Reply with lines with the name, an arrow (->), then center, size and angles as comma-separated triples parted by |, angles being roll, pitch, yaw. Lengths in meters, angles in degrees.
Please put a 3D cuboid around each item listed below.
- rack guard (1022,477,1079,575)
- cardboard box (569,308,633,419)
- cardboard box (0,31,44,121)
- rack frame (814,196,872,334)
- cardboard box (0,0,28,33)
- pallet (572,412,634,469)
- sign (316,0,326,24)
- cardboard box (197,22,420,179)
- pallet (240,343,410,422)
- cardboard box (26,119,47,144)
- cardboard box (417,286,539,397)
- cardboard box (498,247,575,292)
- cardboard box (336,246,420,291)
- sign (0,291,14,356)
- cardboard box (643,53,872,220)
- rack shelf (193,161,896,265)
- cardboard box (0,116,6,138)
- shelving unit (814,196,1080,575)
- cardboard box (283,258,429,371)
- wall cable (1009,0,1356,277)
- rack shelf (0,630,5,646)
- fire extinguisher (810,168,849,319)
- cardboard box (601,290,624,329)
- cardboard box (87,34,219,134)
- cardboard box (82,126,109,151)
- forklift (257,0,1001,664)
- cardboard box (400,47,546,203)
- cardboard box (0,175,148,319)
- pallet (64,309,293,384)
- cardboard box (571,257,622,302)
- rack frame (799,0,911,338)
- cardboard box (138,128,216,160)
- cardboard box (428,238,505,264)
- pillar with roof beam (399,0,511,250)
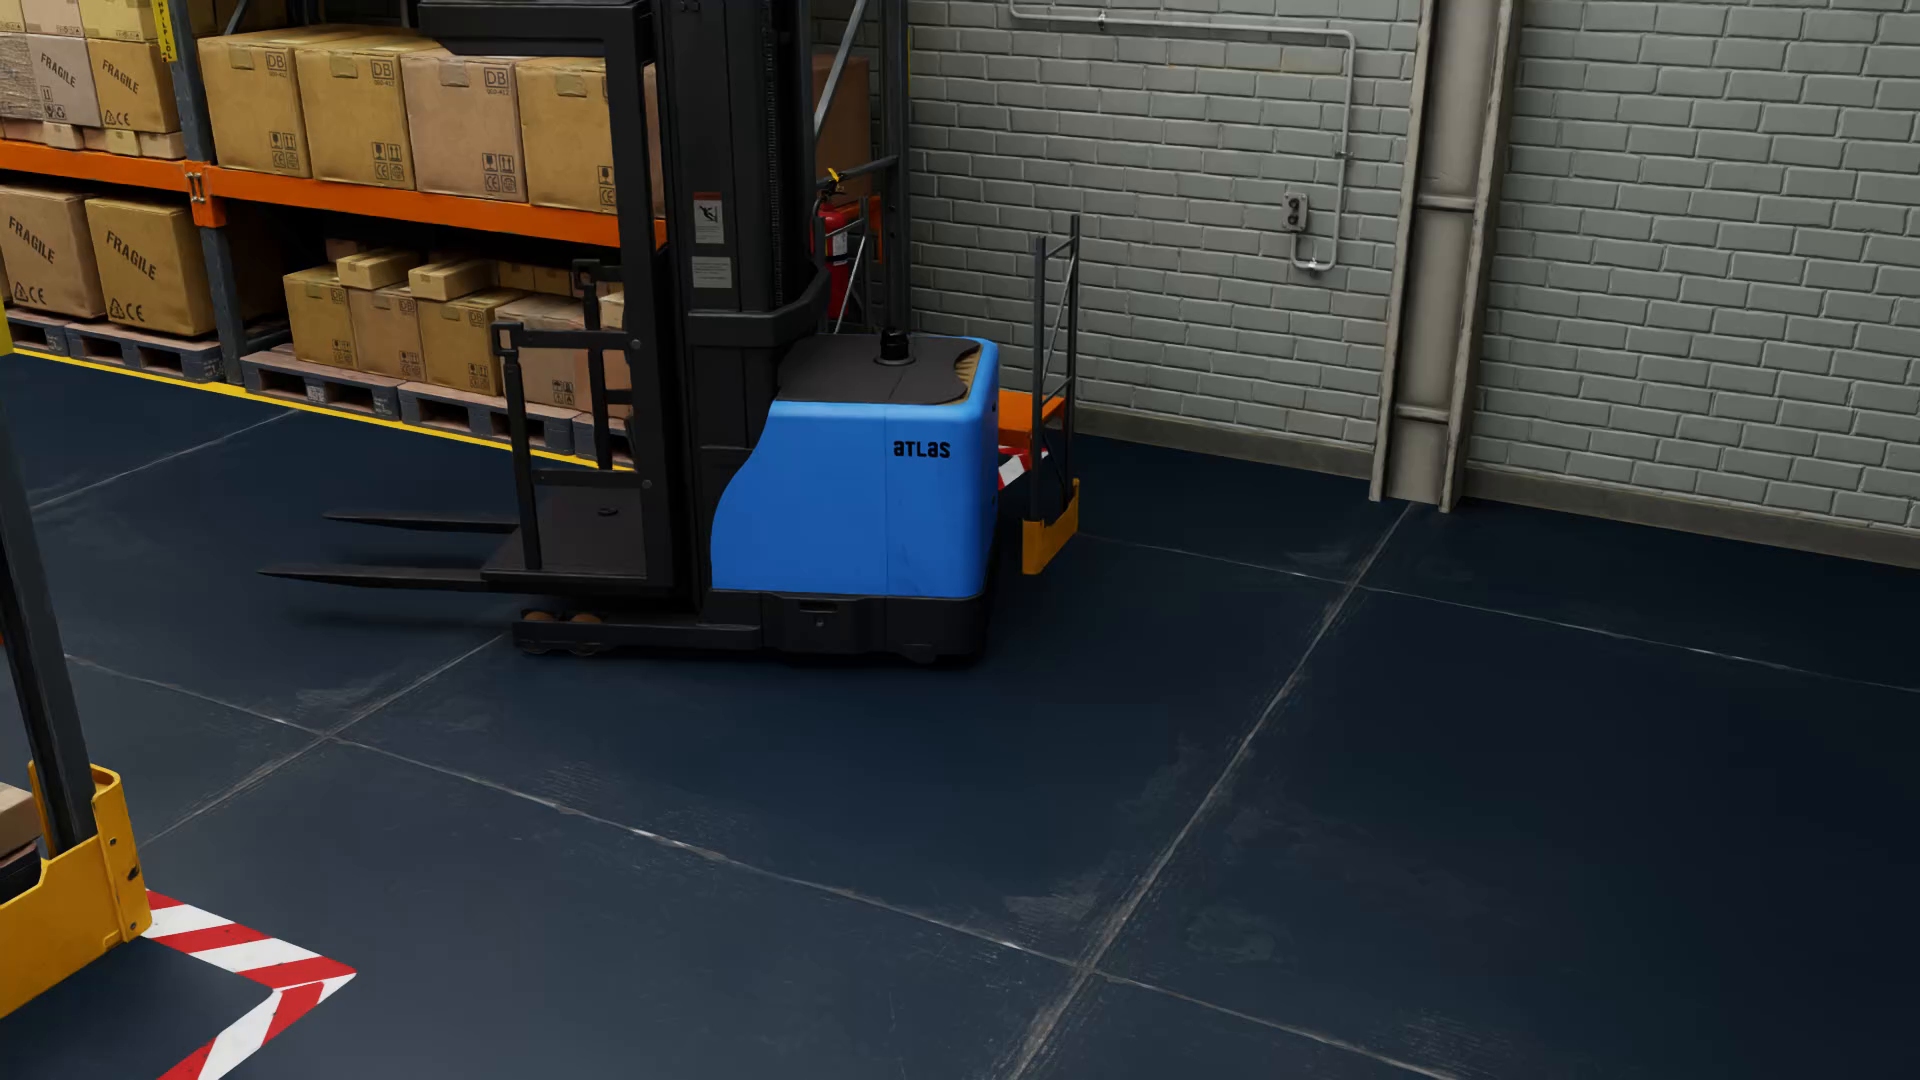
rack guard -> 0.417, -0.071, 7.598 | 0.087, 0.250, 0.587 | 9, 25, 20
cardboard box -> -1.652, -0.991, 8.906 | 0.500, 0.500, 0.700 | 11, 25, 24
cardboard box -> -5.535, -2.842, 10.066 | 0.500, 0.500, 0.500 | 11, 26, 25
rack frame -> -0.525, -0.795, 7.703 | 0.032, 1.500, 0.500 | 9, 25, 20
cardboard box -> -5.544, -3.192, 9.931 | 0.500, 0.250, 0.500 | 12, 26, 26
pallet -> -1.284, -0.602, 8.896 | 1.213, 0.211, 1.003 | 11, 25, 25
sign -> -3.856, -3.107, 10.015 | 0.005, 0.325, 0.100 | 11, 25, 25
cardboard box -> -3.628, -2.514, 9.446 | 0.700, 0.700, 0.980 | 12, 26, 25
pallet -> -3.462, -1.033, 9.909 | 1.213, 0.211, 1.003 | 11, 25, 25
cardboard box -> -5.432, -2.522, 10.144 | 0.250, 0.149, 0.380 | 11, 25, 25
cardboard box -> -2.580, -1.172, 9.330 | 0.500, 0.500, 0.700 | 12, 26, 26
cardboard box -> -2.361, -1.517, 9.314 | 0.250, 0.149, 0.380 | 11, 25, 24
cardboard box -> -3.261, -1.527, 9.337 | 0.250, 0.149, 0.380 | 12, 26, 26
sign -> -2.522, -0.629, 4.289 | 0.005, 0.325, 0.100 | 11, 25, 25
cardboard box -> -0.995, -1.996, 8.227 | 0.700, 0.700, 0.980 | 12, 26, 27
rack shelf -> -2.320, -1.794, 9.054 | 4.000, 0.370, 1.077 | 11, 25, 25
cardboard box -> -5.880, -2.623, 10.380 | 0.250, 0.149, 0.380 | 12, 26, 26
shelving unit -> -0.045, -0.719, 7.525 | 1.083, 1.500, 0.587 | 9, 25, 20
cardboard box -> -3.484, -1.353, 9.756 | 0.500, 0.500, 0.700 | 12, 26, 25
wall cable -> 1.034, -2.343, 8.129 | 1.851, 1.984, 0.084 | 11, 25, 25
rack shelf -> -4.552, -0.063, 4.984 | 4.000, 0.370, 1.077 | 11, 25, 25
fire extinguisher -> -0.609, -1.376, 7.729 | 0.183, 0.674, 0.296 | 11, 25, 25
cardboard box -> -1.630, -1.206, 8.580 | 0.250, 0.149, 0.380 | 12, 26, 26
cardboard box -> -4.631, -2.663, 9.646 | 0.500, 0.500, 0.500 | 11, 25, 24
cardboard box -> -4.981, -2.430, 9.927 | 0.250, 0.149, 0.380 | 12, 26, 26
forklift -> -1.371, -1.087, 6.562 | 3.031, 2.935, 1.130 | 2, 23, 5
cardboard box -> -2.325, -2.258, 8.845 | 0.700, 0.700, 0.980 | 10, 25, 22
cardboard box -> -5.538, -1.907, 10.612 | 0.750, 0.750, 0.750 | 12, 26, 26
pallet -> -4.828, -1.304, 10.548 | 1.213, 0.211, 1.003 | 11, 25, 25
cardboard box -> -1.906, -1.428, 9.103 | 0.250, 0.149, 0.380 | 12, 26, 25
rack frame -> -0.535, -1.771, 8.083 | 0.127, 3.000, 1.000 | 11, 25, 25
cardboard box -> -4.534, -2.332, 9.697 | 0.250, 0.149, 0.380 | 11, 26, 25
cardboard box -> -2.817, -1.608, 9.526 | 0.250, 0.149, 0.380 | 10, 25, 23
pillar with roof beam -> -5.032, -3.913, 5.454 | 0.400, 9.000, 9.100 | 11, 25, 25
